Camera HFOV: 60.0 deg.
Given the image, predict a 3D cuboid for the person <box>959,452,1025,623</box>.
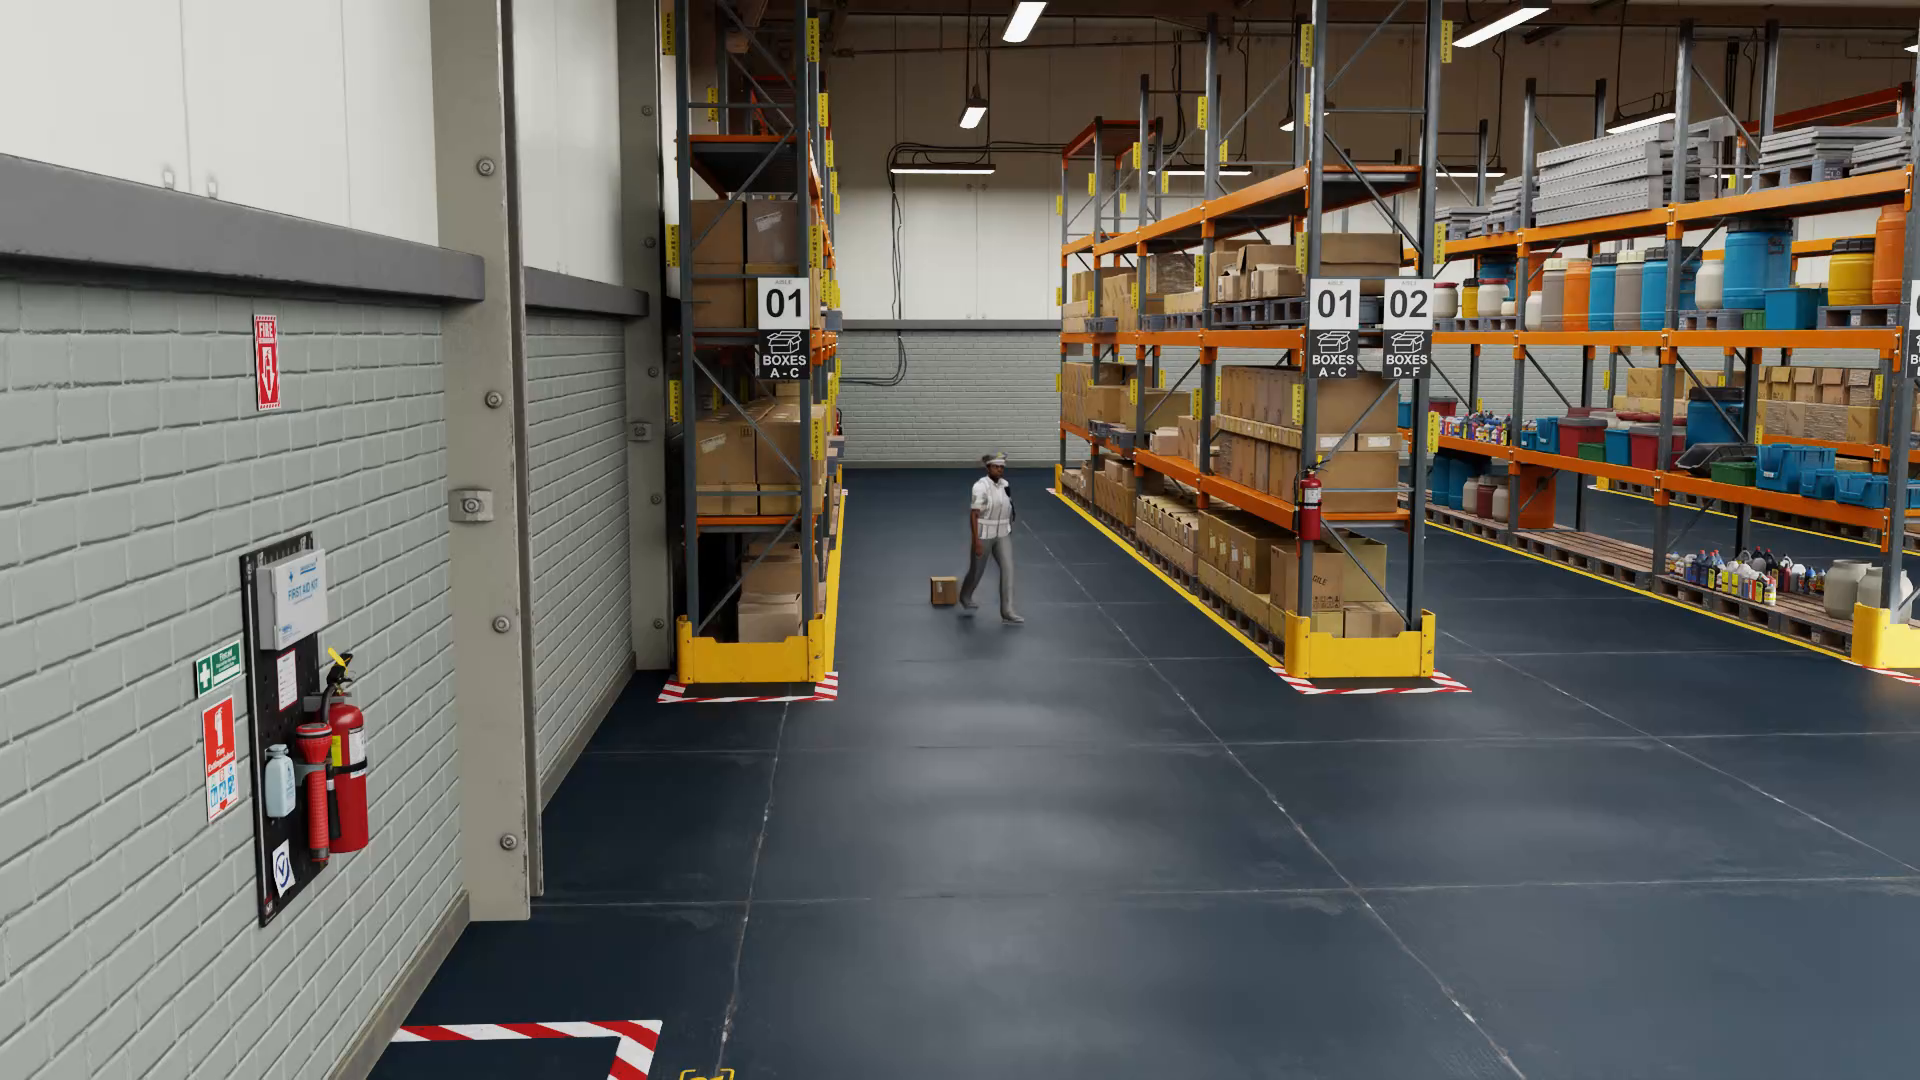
[{"bbox_3d":[0.276,-0.046,16.062,0.467,1.634,1.007,-4,8,-28],"label":"person"}]
